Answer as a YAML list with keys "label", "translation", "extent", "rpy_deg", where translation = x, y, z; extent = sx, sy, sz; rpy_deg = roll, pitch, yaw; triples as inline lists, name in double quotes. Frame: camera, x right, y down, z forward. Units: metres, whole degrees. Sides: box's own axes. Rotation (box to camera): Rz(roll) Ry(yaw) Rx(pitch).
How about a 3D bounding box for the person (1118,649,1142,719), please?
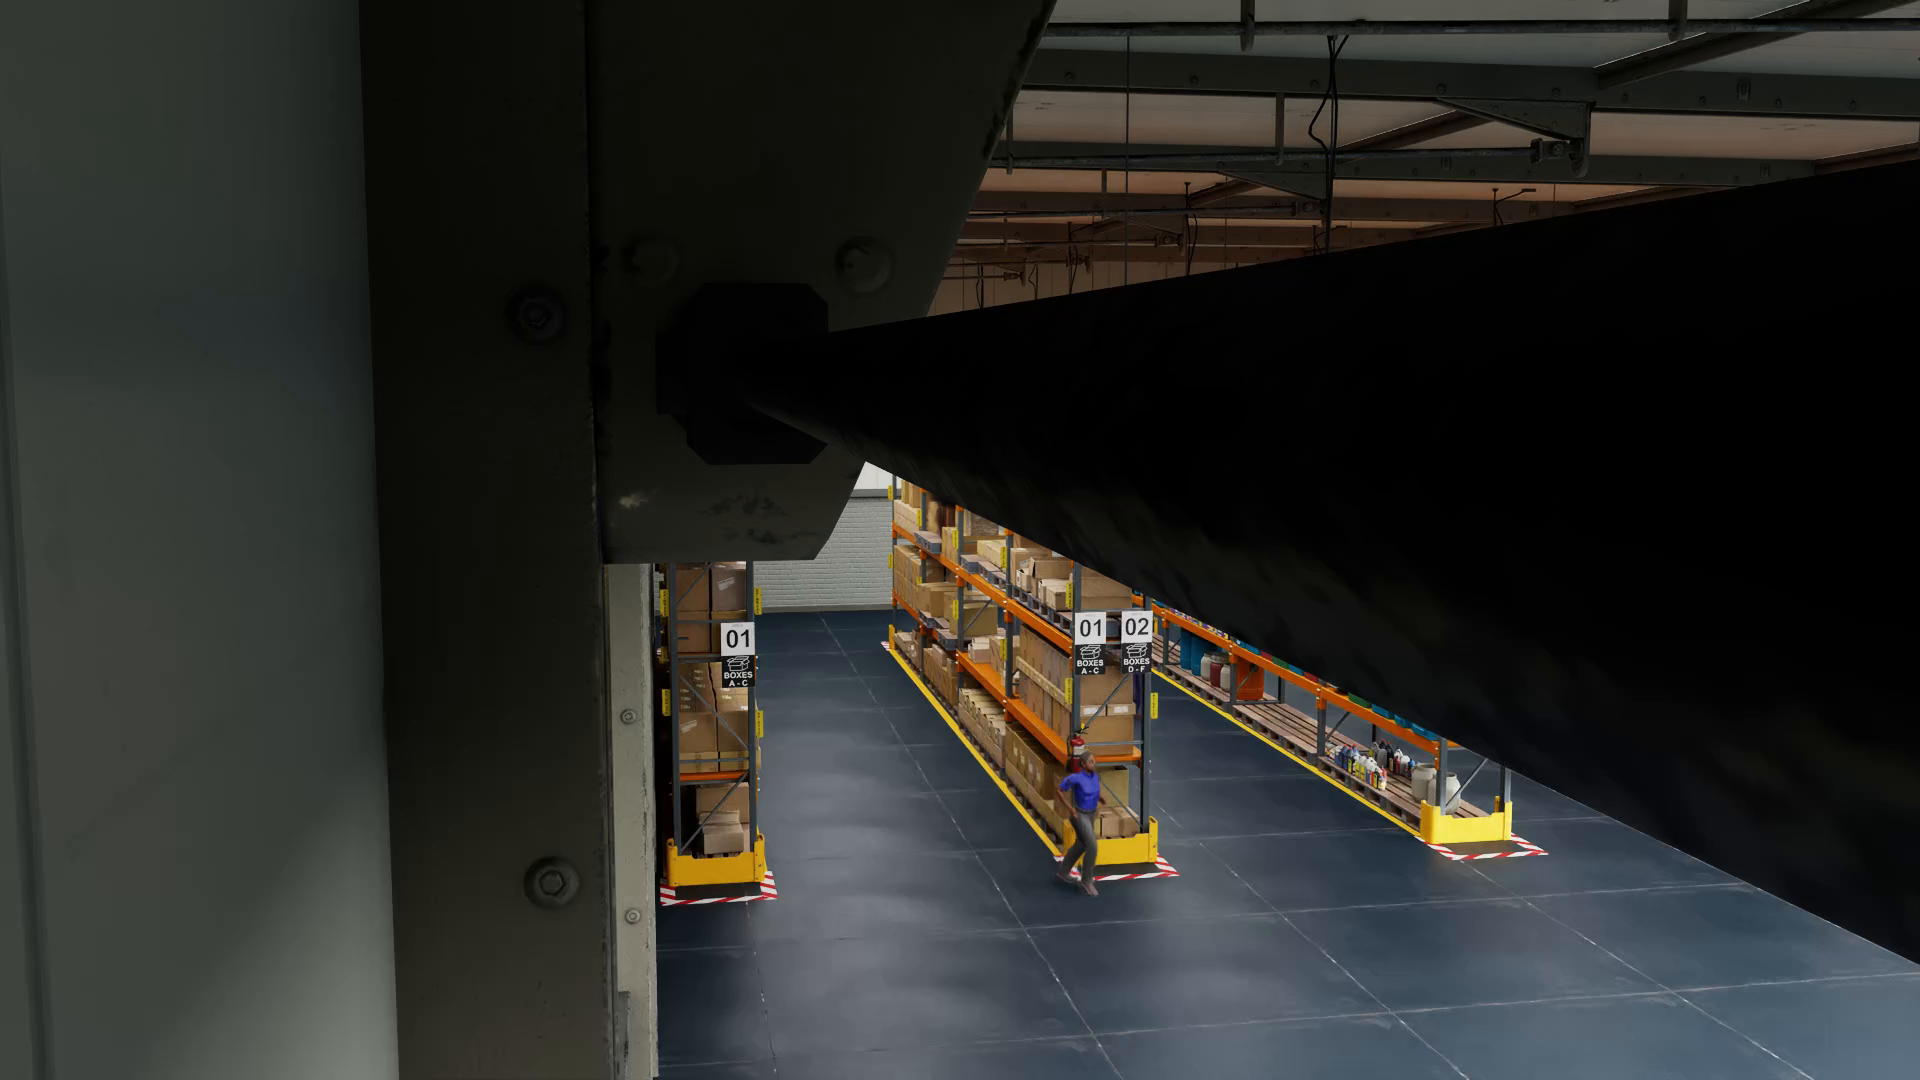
- label: "person"
  translation: [3.052, 2.359, 29.527]
  extent: [0.593, 1.600, 0.586]
  rpy_deg: [-3, 7, -25]

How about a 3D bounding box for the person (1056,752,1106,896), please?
- label: "person"
  translation: [1.461, 3.377, 19.909]
  extent: [0.684, 1.680, 0.578]
  rpy_deg: [5, 8, 37]
